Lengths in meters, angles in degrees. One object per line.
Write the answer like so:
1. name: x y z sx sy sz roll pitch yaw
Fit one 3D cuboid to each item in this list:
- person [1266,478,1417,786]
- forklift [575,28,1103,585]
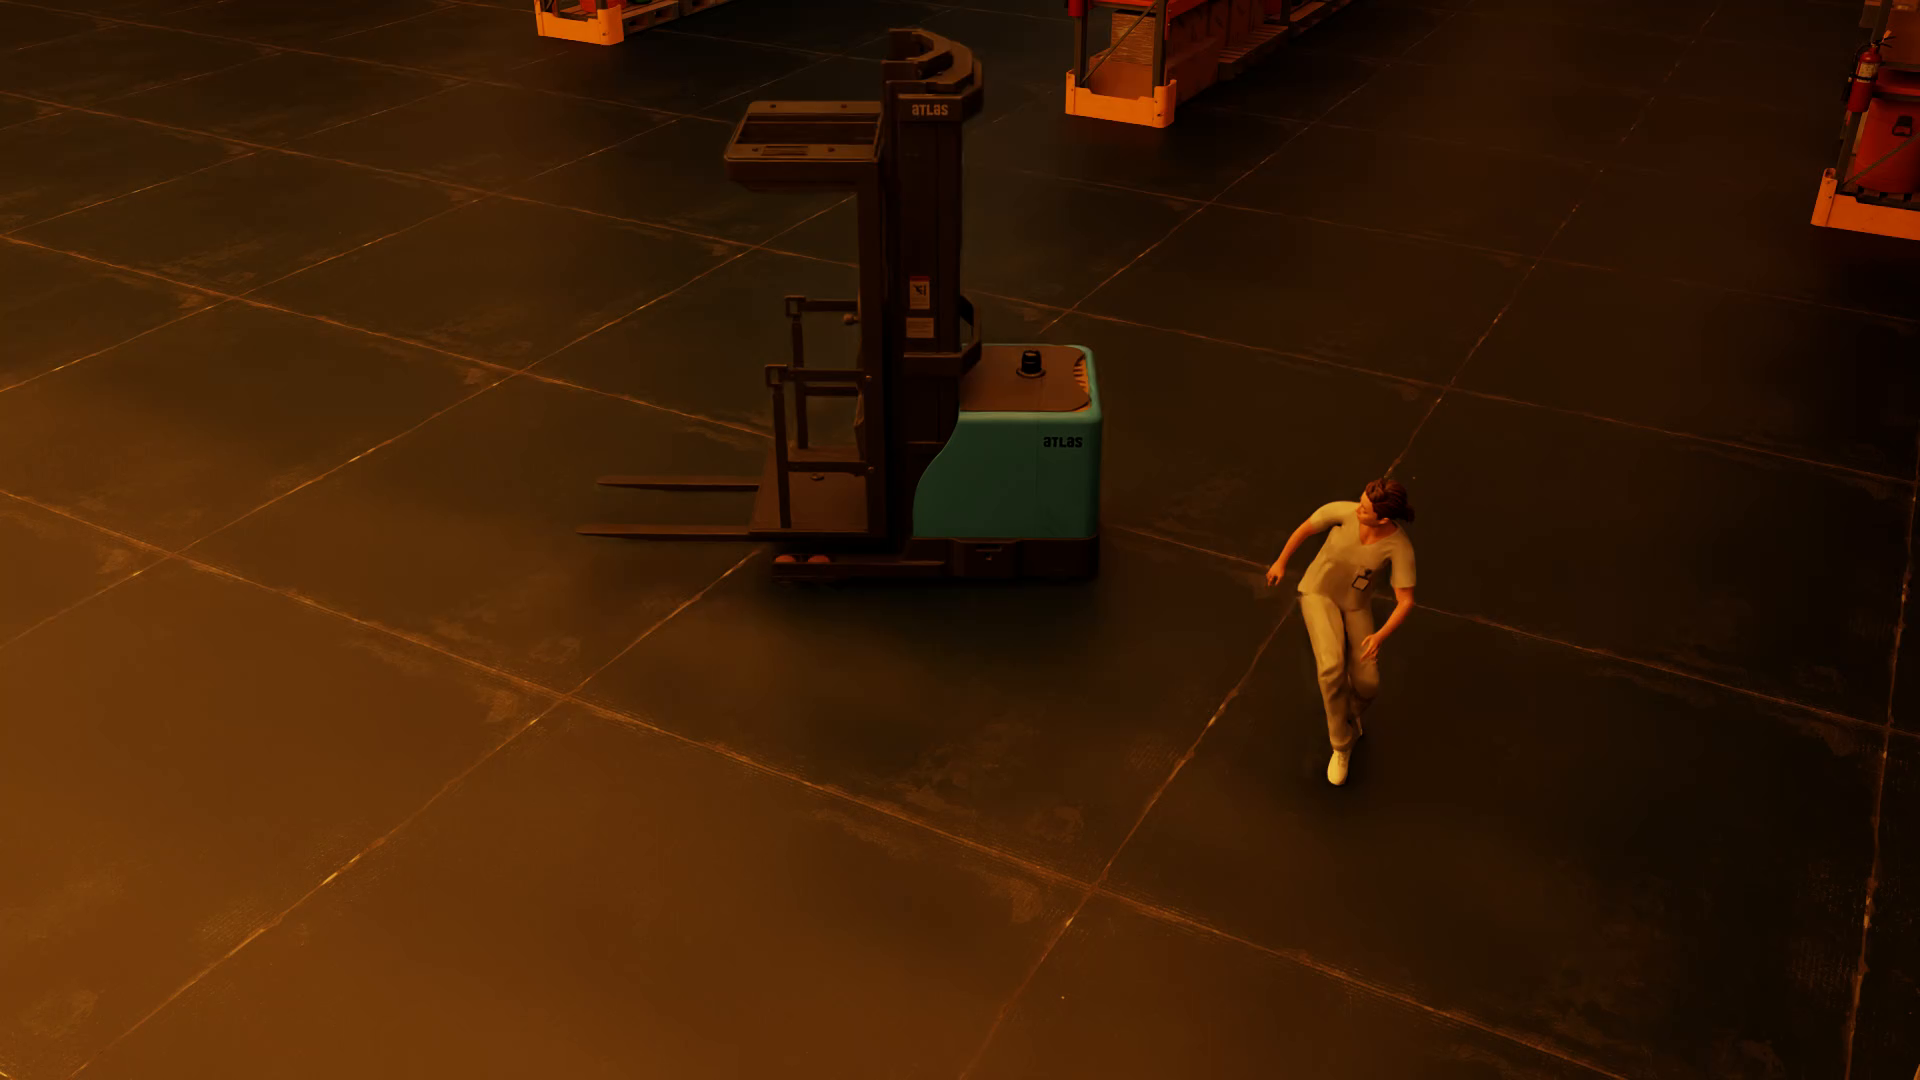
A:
1. person: 1.796 0.367 7.903 0.665 1.489 0.728 4 30 7
2. forklift: -0.710 -1.276 9.281 3.031 2.935 1.130 0 30 1
